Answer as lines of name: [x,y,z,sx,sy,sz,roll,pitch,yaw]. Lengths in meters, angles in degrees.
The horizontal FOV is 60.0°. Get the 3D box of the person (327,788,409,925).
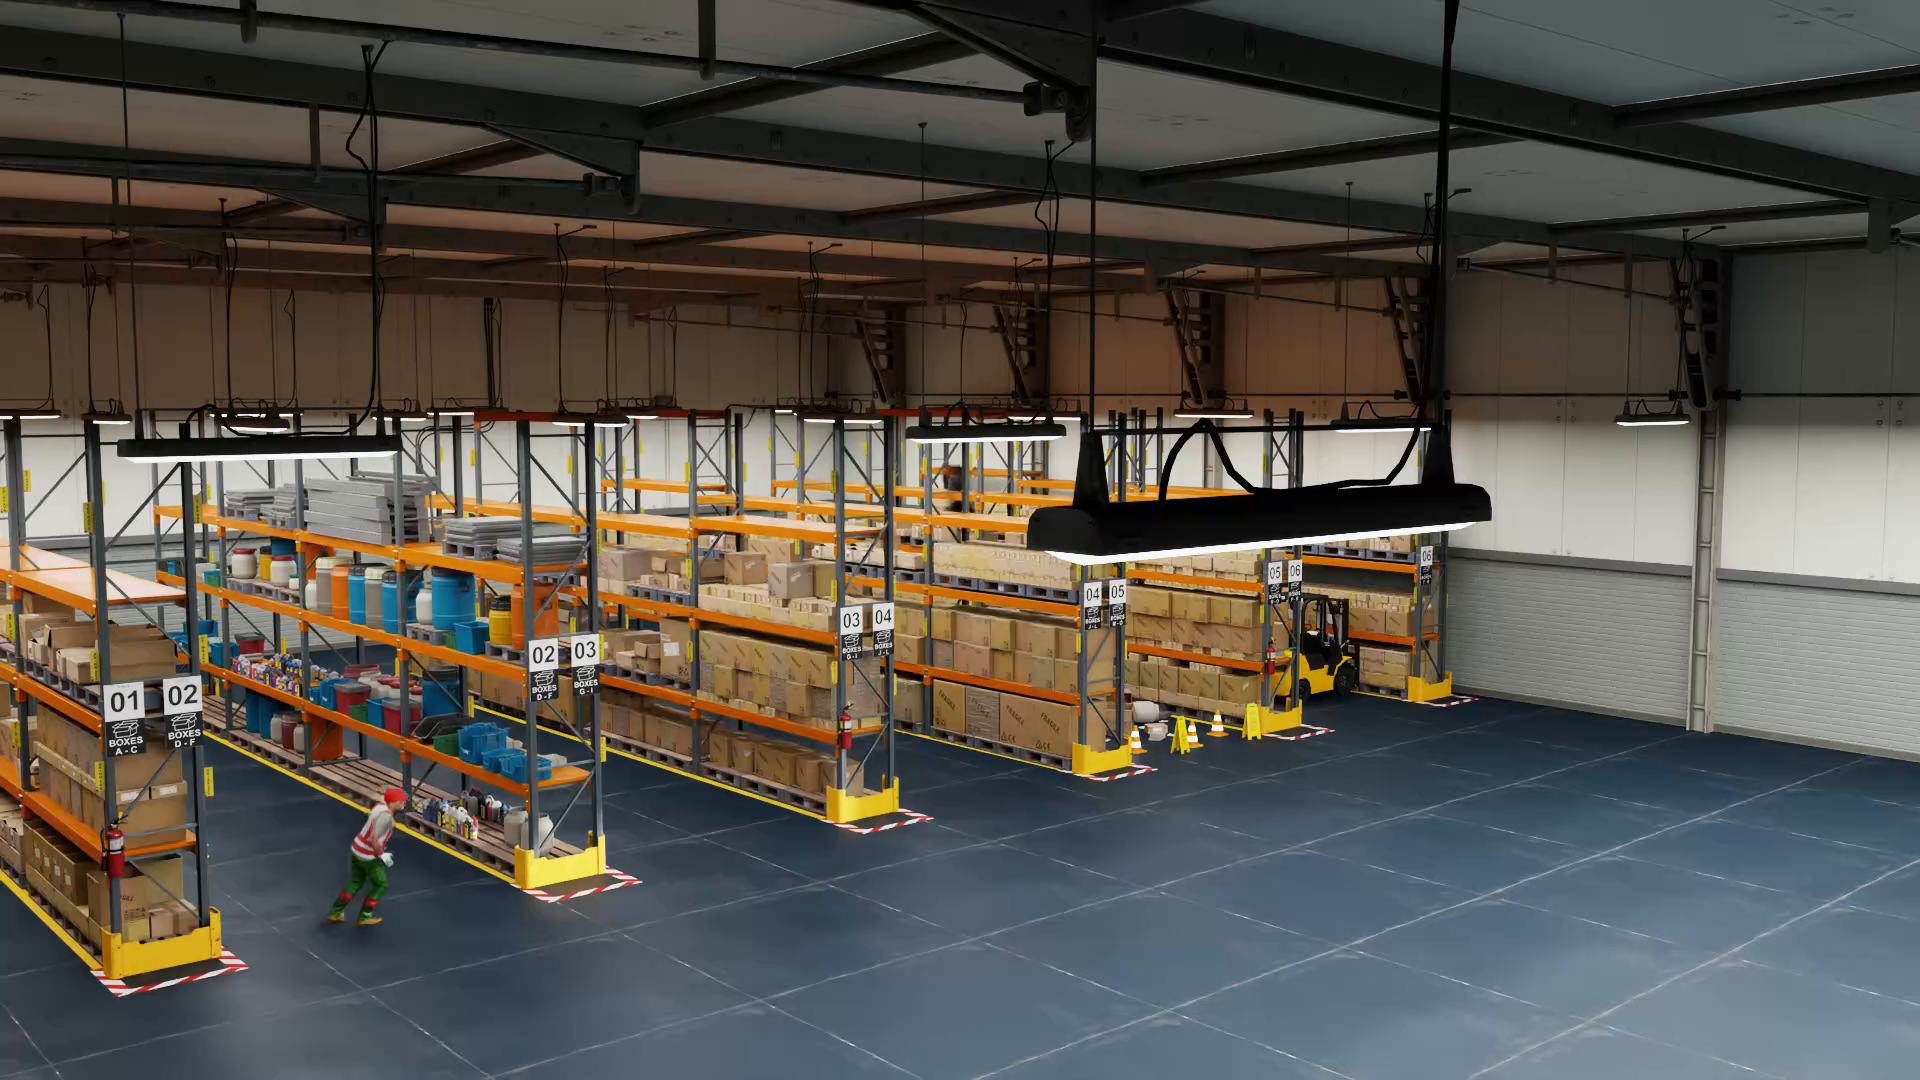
person: [-7.055,3.779,19.816,0.902,1.635,0.681,-3,6,-34]
